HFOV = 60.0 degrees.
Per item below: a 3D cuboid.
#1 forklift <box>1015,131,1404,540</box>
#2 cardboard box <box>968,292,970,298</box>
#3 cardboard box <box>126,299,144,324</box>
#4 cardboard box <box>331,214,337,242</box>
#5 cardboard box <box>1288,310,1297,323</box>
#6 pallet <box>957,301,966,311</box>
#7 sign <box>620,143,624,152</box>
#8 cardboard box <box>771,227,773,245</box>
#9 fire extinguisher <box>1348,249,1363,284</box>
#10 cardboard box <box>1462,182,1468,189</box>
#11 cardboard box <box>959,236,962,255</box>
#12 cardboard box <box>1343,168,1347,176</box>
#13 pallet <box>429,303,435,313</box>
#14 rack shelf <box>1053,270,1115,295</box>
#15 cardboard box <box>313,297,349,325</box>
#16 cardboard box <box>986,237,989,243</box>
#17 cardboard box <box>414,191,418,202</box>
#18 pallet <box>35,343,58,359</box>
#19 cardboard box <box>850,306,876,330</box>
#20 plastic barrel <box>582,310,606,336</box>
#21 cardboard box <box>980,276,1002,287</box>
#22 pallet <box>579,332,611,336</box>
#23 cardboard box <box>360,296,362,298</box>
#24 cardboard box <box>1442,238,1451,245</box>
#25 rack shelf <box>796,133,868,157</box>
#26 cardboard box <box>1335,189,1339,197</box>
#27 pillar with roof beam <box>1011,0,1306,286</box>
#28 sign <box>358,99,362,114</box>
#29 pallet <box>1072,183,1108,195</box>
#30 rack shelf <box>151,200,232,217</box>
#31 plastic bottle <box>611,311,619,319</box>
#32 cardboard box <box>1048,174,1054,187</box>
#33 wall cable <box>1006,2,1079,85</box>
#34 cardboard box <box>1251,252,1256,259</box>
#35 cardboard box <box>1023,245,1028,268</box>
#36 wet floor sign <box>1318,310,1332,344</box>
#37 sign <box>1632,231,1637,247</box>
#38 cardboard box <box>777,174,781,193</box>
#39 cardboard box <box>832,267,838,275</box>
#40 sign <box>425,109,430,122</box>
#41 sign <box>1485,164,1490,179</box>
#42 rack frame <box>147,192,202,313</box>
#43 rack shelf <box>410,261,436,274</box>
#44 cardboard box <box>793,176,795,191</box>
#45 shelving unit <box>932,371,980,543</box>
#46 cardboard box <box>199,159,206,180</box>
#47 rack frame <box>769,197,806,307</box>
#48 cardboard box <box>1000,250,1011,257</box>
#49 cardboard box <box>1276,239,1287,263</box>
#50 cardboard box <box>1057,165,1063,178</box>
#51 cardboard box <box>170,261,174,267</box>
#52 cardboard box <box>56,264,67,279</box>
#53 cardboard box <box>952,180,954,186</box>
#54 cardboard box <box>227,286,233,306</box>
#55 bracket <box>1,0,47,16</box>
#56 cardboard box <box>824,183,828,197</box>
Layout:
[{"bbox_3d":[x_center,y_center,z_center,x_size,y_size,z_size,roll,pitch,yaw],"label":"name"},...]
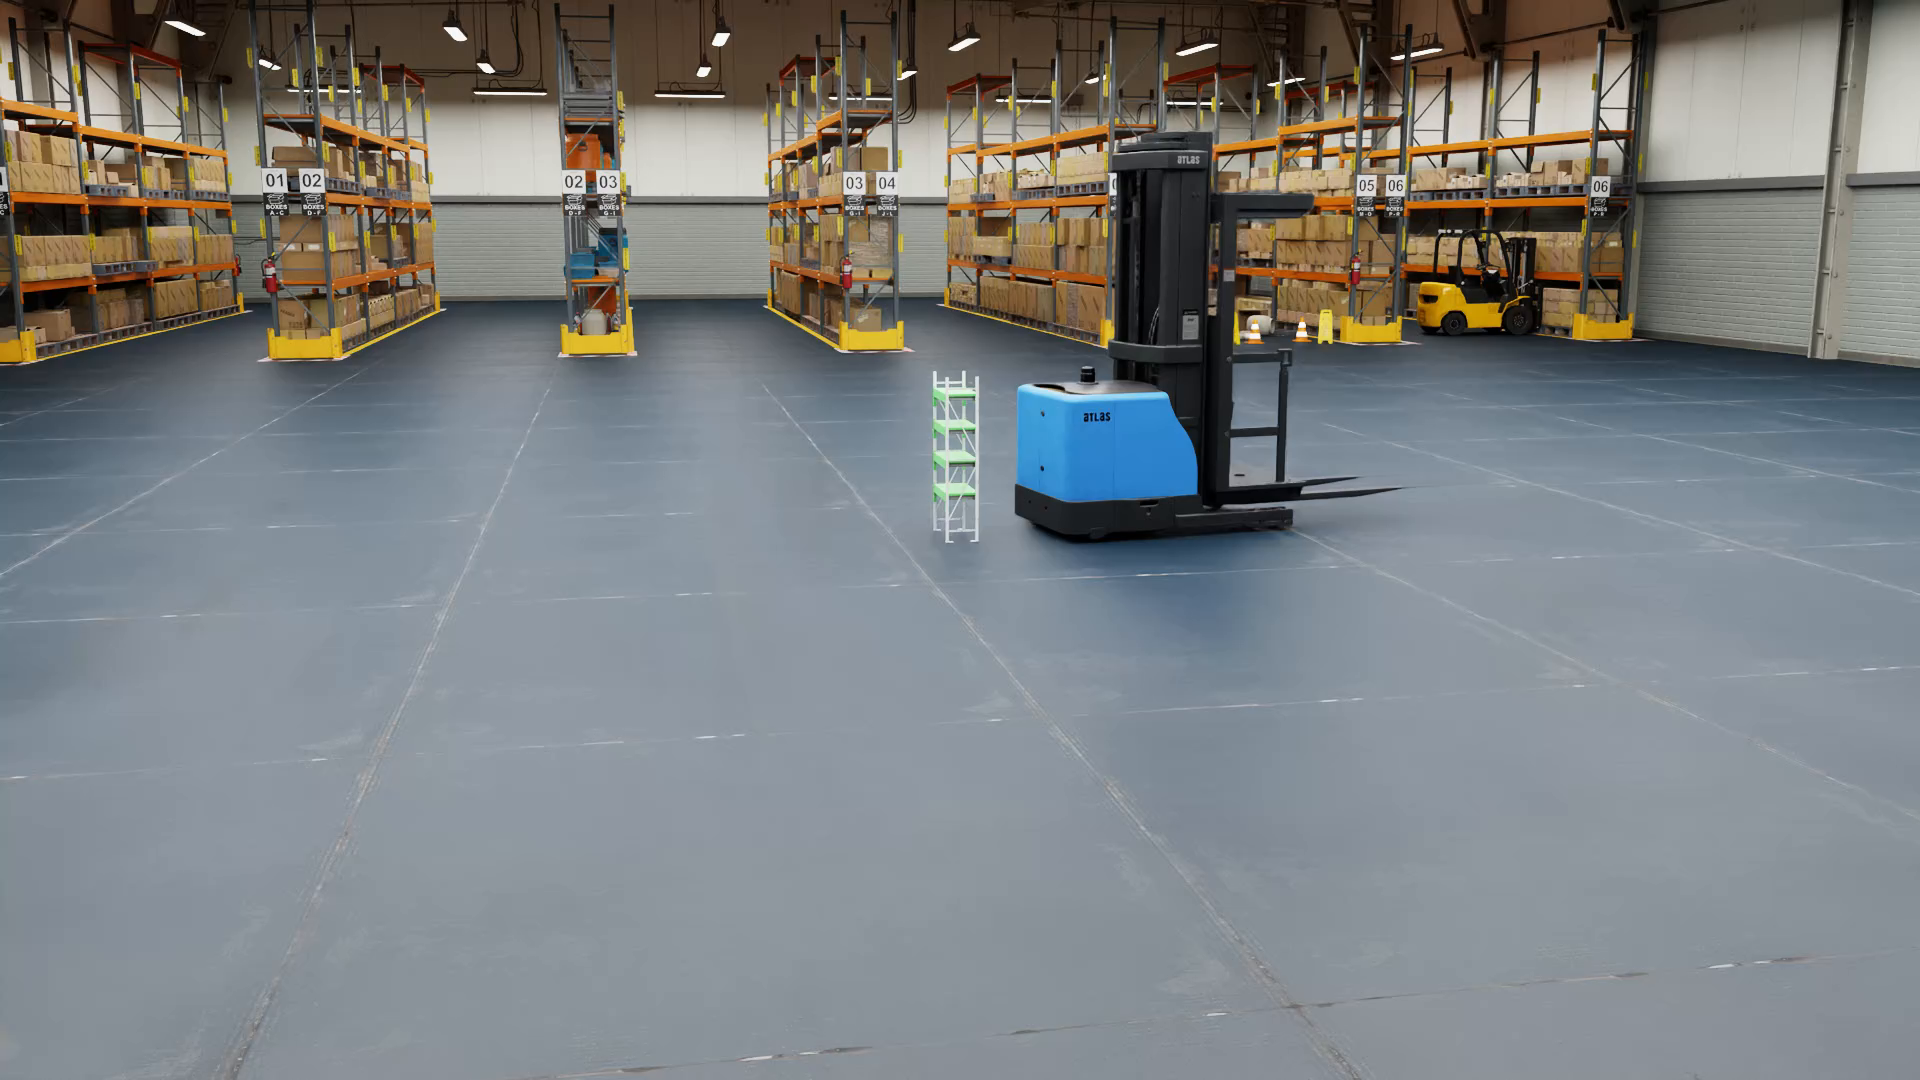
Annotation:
[{"bbox_3d":[1.994,-1.593,12.726,3.031,2.935,1.130,-4,12,-21],"label":"forklift"},{"bbox_3d":[0.416,-6.465,43.847,0.380,0.149,0.250,-3,11,-13],"label":"cardboard box"},{"bbox_3d":[-17.568,-4.791,34.856,0.700,0.500,0.500,-2,11,-10],"label":"cardboard box"},{"bbox_3d":[-11.640,-5.618,29.952,0.700,0.500,0.500,-2,11,-11],"label":"cardboard box"},{"bbox_3d":[7.280,-4.740,35.311,0.500,0.250,0.500,-1,11,-8],"label":"cardboard box"},{"bbox_3d":[0.518,-6.345,44.970,1.003,0.211,1.213,-2,11,-11],"label":"pallet"},{"bbox_3d":[-9.061,-10.572,44.539,0.100,0.325,0.005,-2,11,-11],"label":"sign"},{"bbox_3d":[-4.813,-8.192,44.816,0.500,0.500,0.500,-2,11,-12],"label":"cardboard box"},{"bbox_3d":[7.664,-5.291,32.180,0.296,0.674,0.183,-2,11,-11],"label":"fire extinguisher"},{"bbox_3d":[11.672,-8.078,37.874,0.380,0.149,0.250,-2,11,-11],"label":"cardboard box"},{"bbox_3d":[0.279,-7.925,44.748,0.500,0.500,0.500,-2,11,-12],"label":"cardboard box"},{"bbox_3d":[7.726,-7.209,32.565,0.380,0.149,0.250,-2,11,-10],"label":"cardboard box"},{"bbox_3d":[-14.286,-6.051,43.426,1.003,0.211,1.213,-2,11,-11],"label":"pallet"},{"bbox_3d":[2.869,-5.182,33.322,1.077,0.370,4.000,-2,11,-11],"label":"rack shelf"},{"bbox_3d":[-11.440,-4.160,30.256,0.500,0.500,0.500,-2,11,-11],"label":"cardboard box"},{"bbox_3d":[0.857,-7.369,40.847,0.380,0.149,0.250,-2,11,-9],"label":"cardboard box"},{"bbox_3d":[-13.624,-8.438,40.884,0.500,0.250,0.500,-2,11,-11],"label":"cardboard box"},{"bbox_3d":[-16.342,-3.260,28.762,1.003,0.211,1.213,-2,11,-11],"label":"pallet"},{"bbox_3d":[-1.882,-4.208,31.847,0.500,0.500,0.500,1,11,4],"label":"cardboard box"},{"bbox_3d":[-6.689,-3.928,30.344,0.421,0.512,0.421,0,11,0],"label":"plastic barrel"},{"bbox_3d":[0.808,-6.571,42.253,0.500,0.250,0.500,-3,11,-14],"label":"cardboard box"},{"bbox_3d":[-6.933,-3.841,31.813,1.003,0.211,1.213,-2,11,-11],"label":"pallet"},{"bbox_3d":[-12.977,-5.042,35.397,0.500,0.311,0.500,-2,11,-12],"label":"cardboard box"},{"bbox_3d":[11.494,-6.983,38.861,0.380,0.149,0.250,-2,11,-13],"label":"cardboard box"},{"bbox_3d":[-2.794,-8.504,35.803,1.077,0.370,4.000,-2,11,-11],"label":"rack shelf"},{"bbox_3d":[7.651,-6.867,32.901,0.380,0.149,0.250,-2,11,-9],"label":"cardboard box"},{"bbox_3d":[5.987,-11.800,50.128,9.100,9.000,0.548,-2,11,-11],"label":"pillar with roof beam"},{"bbox_3d":[-14.215,-10.276,39.410,0.100,0.325,0.005,-2,11,-11],"label":"sign"},{"bbox_3d":[2.862,-6.958,32.947,1.003,0.211,1.213,-2,11,-11],"label":"pallet"},{"bbox_3d":[-18.926,-8.154,40.916,1.077,0.370,4.000,-2,11,-11],"label":"rack shelf"},{"bbox_3d":[-6.856,-4.367,33.027,0.144,0.351,0.185,-2,11,-13],"label":"plastic bottle"},{"bbox_3d":[2.185,-7.681,35.517,0.500,0.250,0.500,-2,11,-10],"label":"cardboard box"},{"bbox_3d":[2.571,-15.485,51.835,2.355,3.000,0.029,-2,11,-11],"label":"wall cable"},{"bbox_3d":[6.772,-6.409,37.397,0.380,0.149,0.250,-2,11,-11],"label":"cardboard box"},{"bbox_3d":[1.723,-6.407,37.568,0.500,0.500,0.500,-2,11,-11],"label":"cardboard box"},{"bbox_3d":[7.081,-4.137,32.204,0.267,0.644,0.232,2,11,9],"label":"wet floor sign"},{"bbox_3d":[13.507,-6.031,33.335,0.100,0.325,0.005,-2,11,-11],"label":"sign"},{"bbox_3d":[-4.446,-9.425,44.012,0.700,0.500,0.500,-3,11,-15],"label":"cardboard box"},{"bbox_3d":[-2.280,-5.199,32.162,0.380,0.149,0.250,-2,11,-11],"label":"cardboard box"},{"bbox_3d":[-13.909,-11.082,43.430,0.100,0.325,0.005,-2,11,-11],"label":"sign"},{"bbox_3d":[11.653,-8.142,36.706,0.100,0.325,0.005,-2,11,-11],"label":"sign"},{"bbox_3d":[-18.537,-6.667,39.202,1.000,3.000,0.127,-2,11,-11],"label":"rack frame"},{"bbox_3d":[-14.068,-6.861,42.146,1.077,0.370,4.000,-2,11,-11],"label":"rack shelf"},{"bbox_3d":[-3.602,-8.578,39.822,0.797,0.503,0.637,-2,11,-12],"label":"cardboard box"},{"bbox_3d":[-0.032,-0.620,12.244,0.258,1.200,0.503,-2,11,-11],"label":"shelving unit"},{"bbox_3d":[-18.507,-8.926,40.051,0.500,0.500,0.500,-2,11,-12],"label":"cardboard box"},{"bbox_3d":[-4.739,-7.941,45.895,1.000,3.000,0.127,-2,11,-11],"label":"rack frame"},{"bbox_3d":[1.155,-6.792,39.409,0.380,0.149,0.250,-2,11,-10],"label":"cardboard box"},{"bbox_3d":[7.128,-6.205,35.711,0.500,0.500,0.500,-2,11,-11],"label":"cardboard box"},{"bbox_3d":[2.300,-7.603,34.315,0.500,0.250,0.500,-2,11,-11],"label":"cardboard box"},{"bbox_3d":[-17.950,-6.218,37.461,0.380,0.149,0.250,-2,11,-9],"label":"cardboard box"},{"bbox_3d":[-16.291,-4.784,29.659,0.500,0.250,0.500,-2,11,-10],"label":"cardboard box"},{"bbox_3d":[-0.002,-9.777,45.515,0.380,0.149,0.250,-2,11,-11],"label":"cardboard box"},{"bbox_3d":[-19.081,-6.254,42.595,0.700,0.500,0.500,-2,11,-11],"label":"cardboard box"},{"bbox_3d":[-17.422,-9.840,30.201,0.076,0.066,4.783,-2,11,-11],"label":"bracket"},{"bbox_3d":[-2.375,-6.860,32.593,0.500,0.250,0.500,-3,11,-13],"label":"cardboard box"}]
